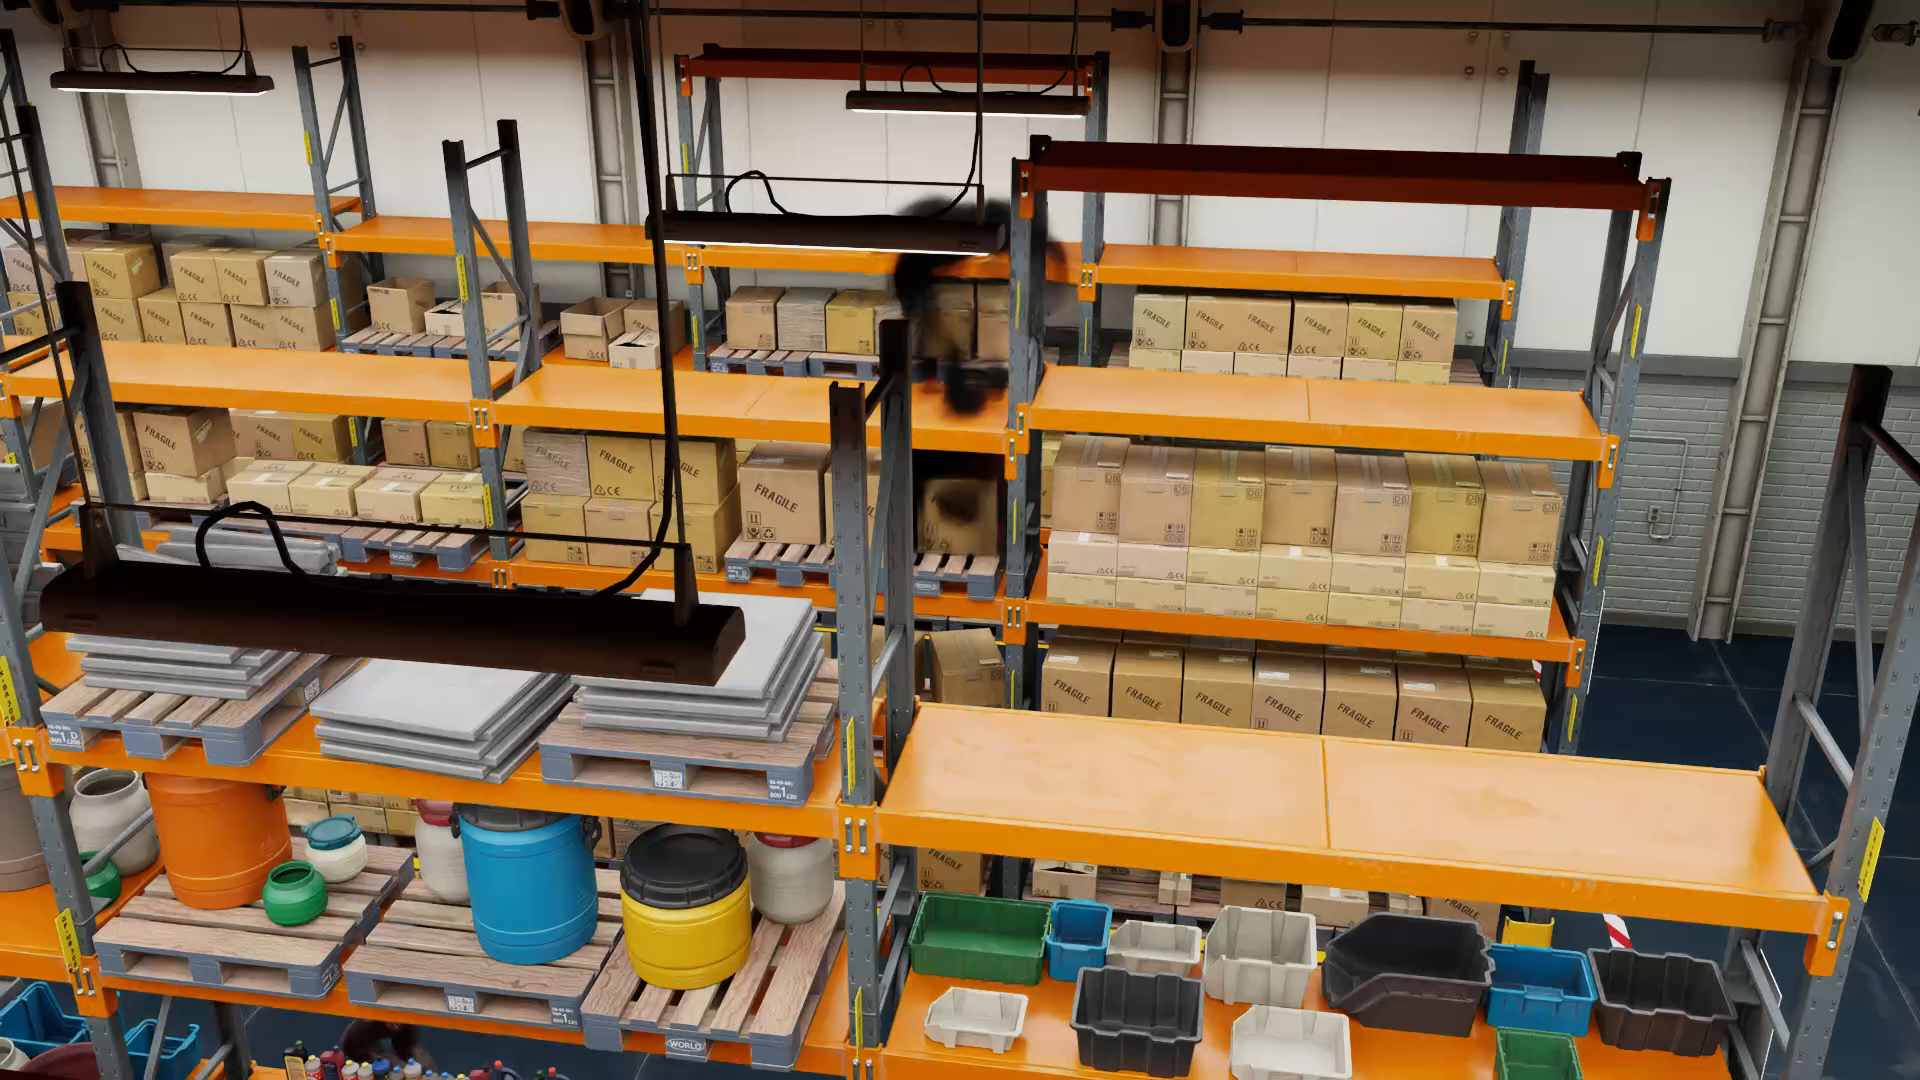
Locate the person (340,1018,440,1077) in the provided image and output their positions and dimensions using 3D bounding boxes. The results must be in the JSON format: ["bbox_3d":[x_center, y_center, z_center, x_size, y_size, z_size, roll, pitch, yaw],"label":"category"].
[{"bbox_3d":[-3.793,3.063,10.954,0.757,1.670,0.690,3,23,7],"label":"person"}]
